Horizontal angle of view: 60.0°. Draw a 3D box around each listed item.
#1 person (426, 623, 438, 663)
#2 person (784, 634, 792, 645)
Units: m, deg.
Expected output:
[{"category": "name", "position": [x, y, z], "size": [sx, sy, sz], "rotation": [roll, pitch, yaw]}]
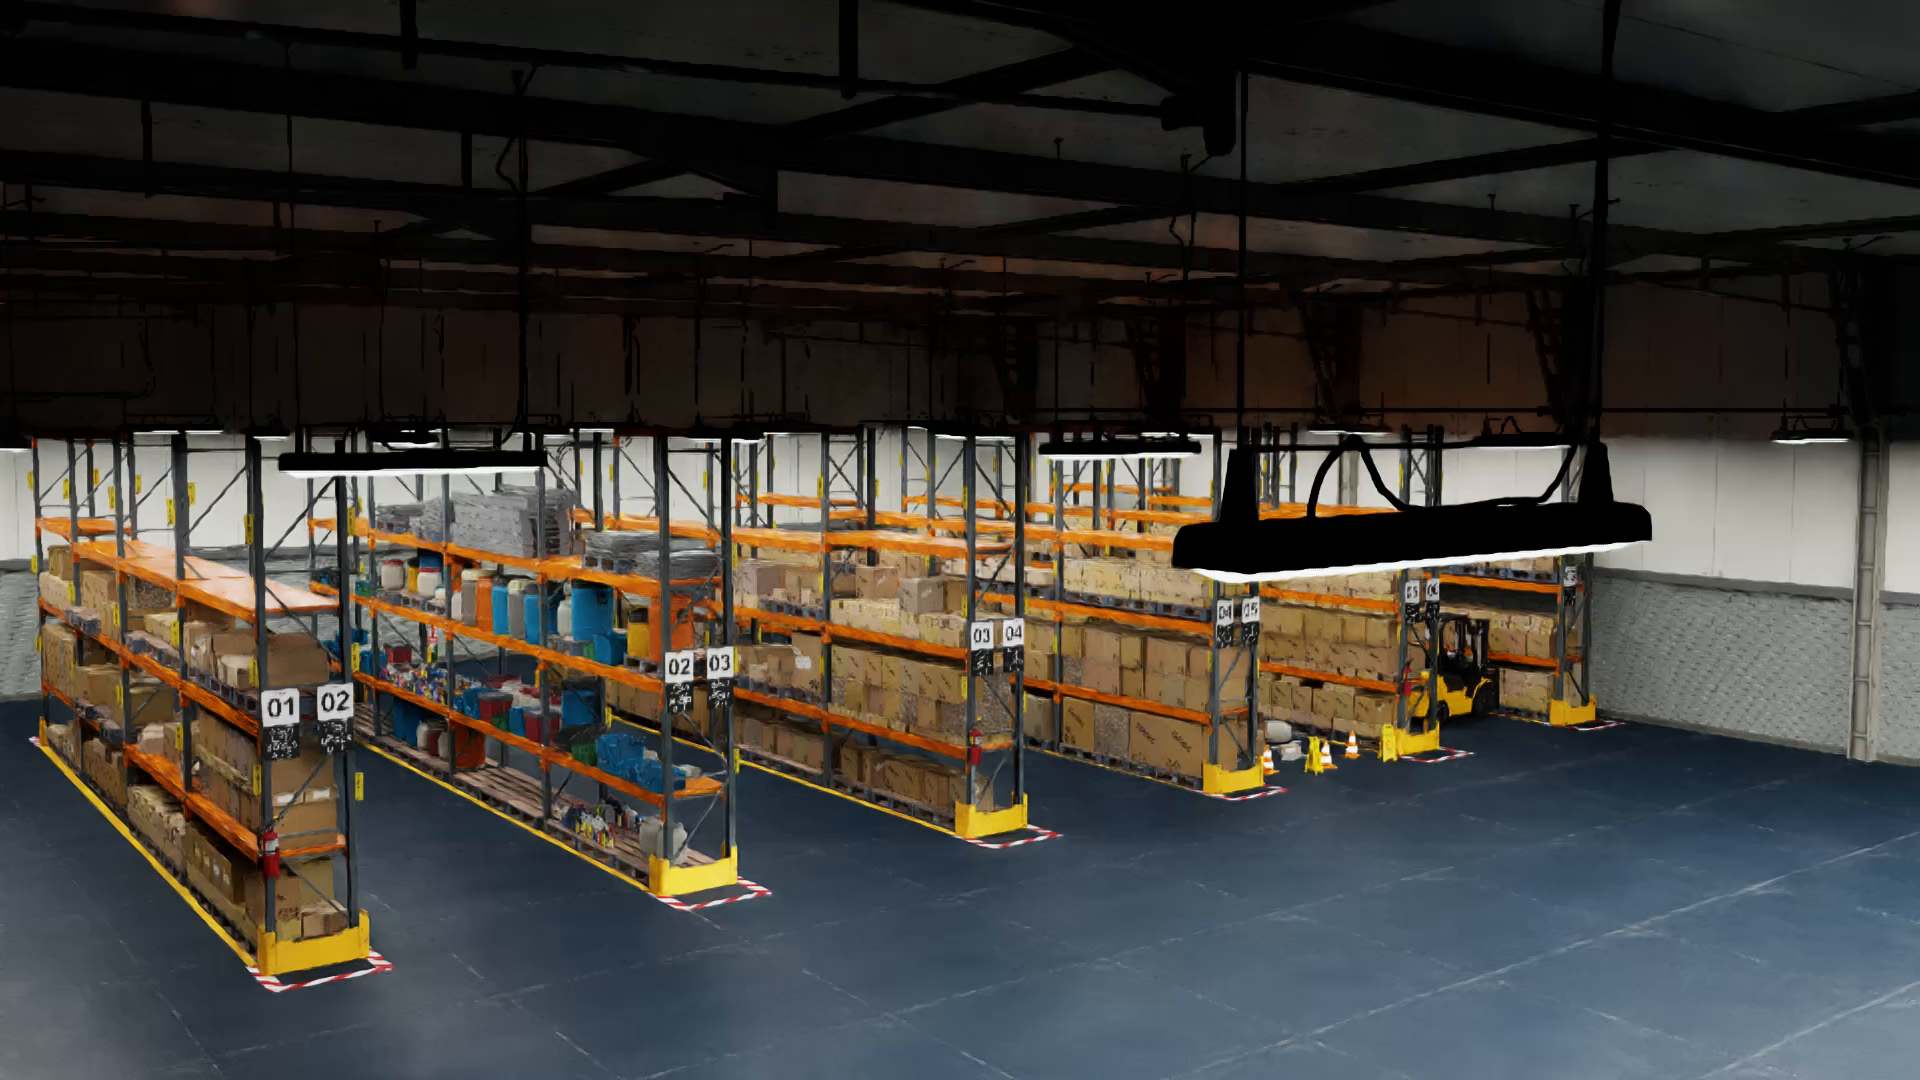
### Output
[{"category": "person", "position": [-12.284, 2.431, 38.390], "size": [0.471, 1.790, 0.692], "rotation": [0, 4, 1]}, {"category": "person", "position": [-4.484, 2.131, 43.416], "size": [0.550, 1.577, 0.397], "rotation": [2, 5, 20]}]
